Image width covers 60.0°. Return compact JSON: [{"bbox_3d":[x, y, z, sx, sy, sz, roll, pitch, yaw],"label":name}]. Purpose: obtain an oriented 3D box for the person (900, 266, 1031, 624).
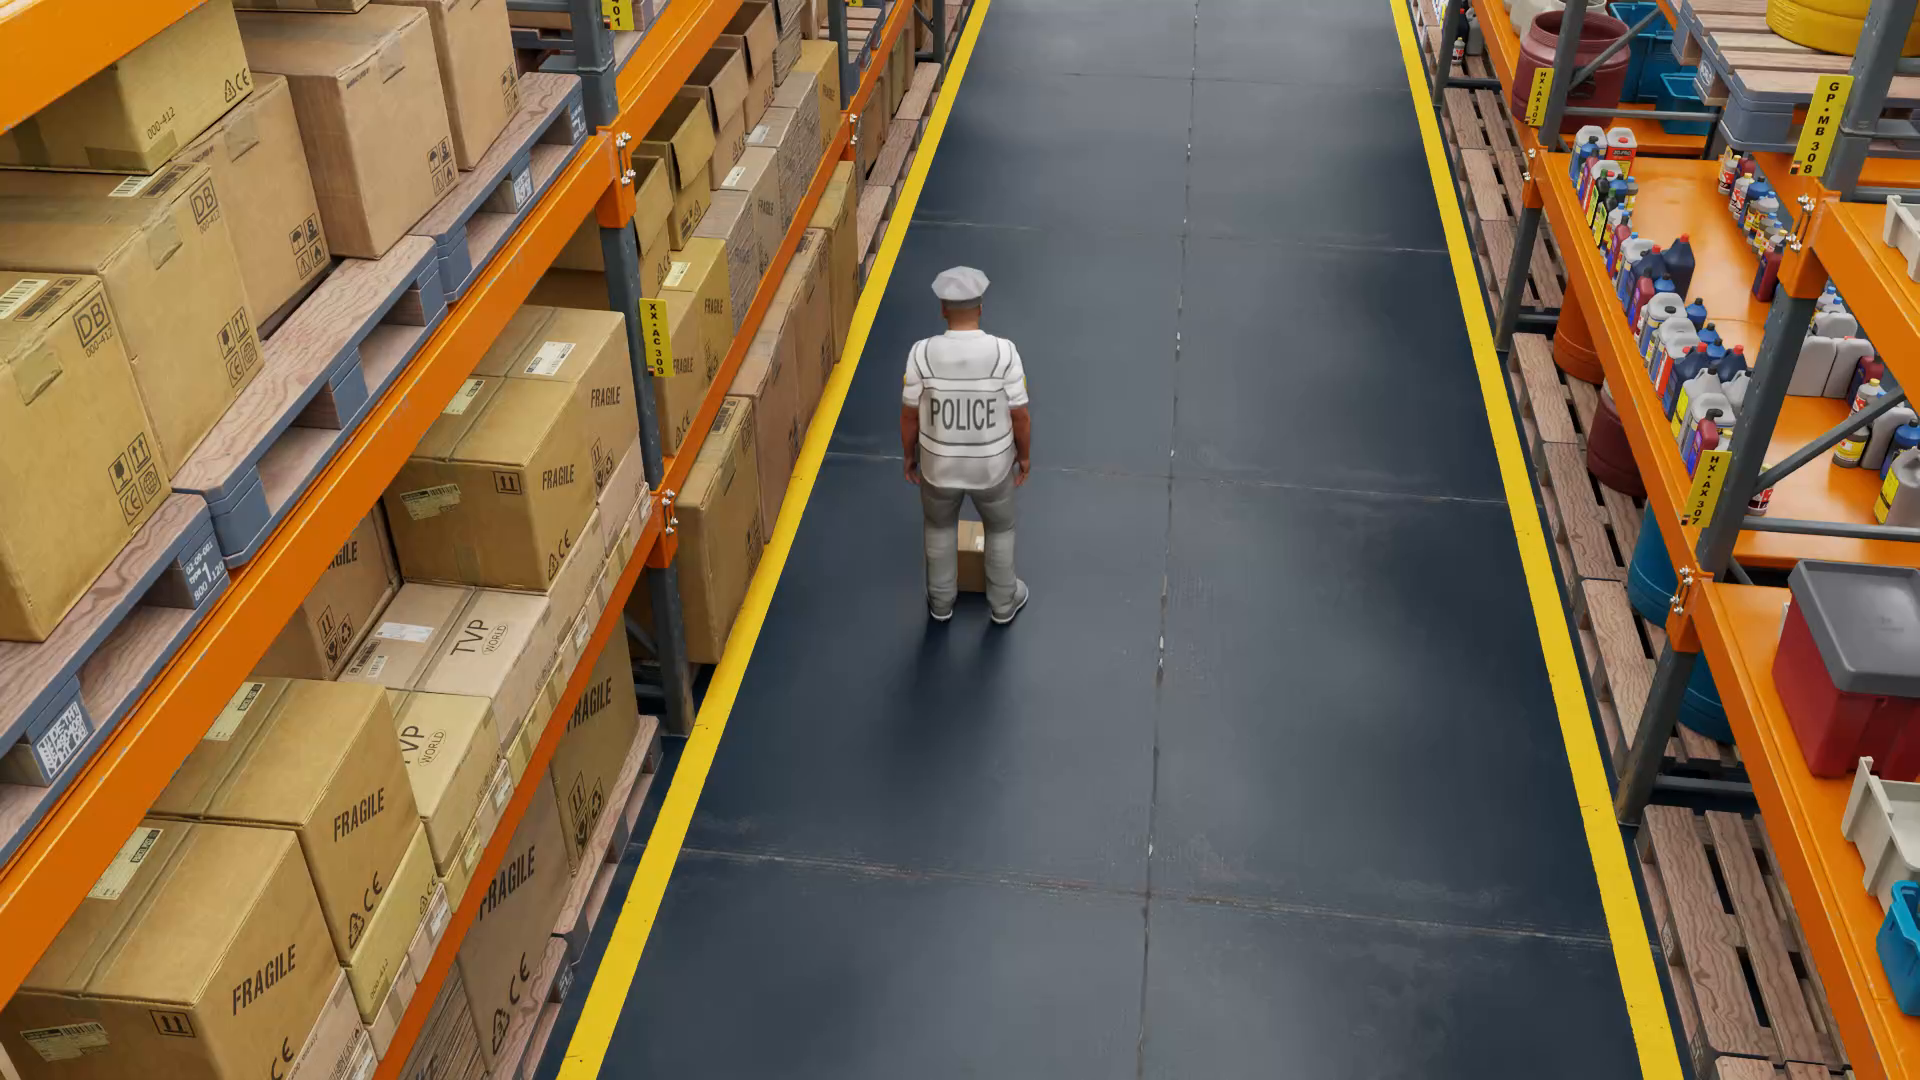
[{"bbox_3d":[0.030,-0.365,7.540,0.592,1.746,0.443,2,36,3],"label":"person"}]
